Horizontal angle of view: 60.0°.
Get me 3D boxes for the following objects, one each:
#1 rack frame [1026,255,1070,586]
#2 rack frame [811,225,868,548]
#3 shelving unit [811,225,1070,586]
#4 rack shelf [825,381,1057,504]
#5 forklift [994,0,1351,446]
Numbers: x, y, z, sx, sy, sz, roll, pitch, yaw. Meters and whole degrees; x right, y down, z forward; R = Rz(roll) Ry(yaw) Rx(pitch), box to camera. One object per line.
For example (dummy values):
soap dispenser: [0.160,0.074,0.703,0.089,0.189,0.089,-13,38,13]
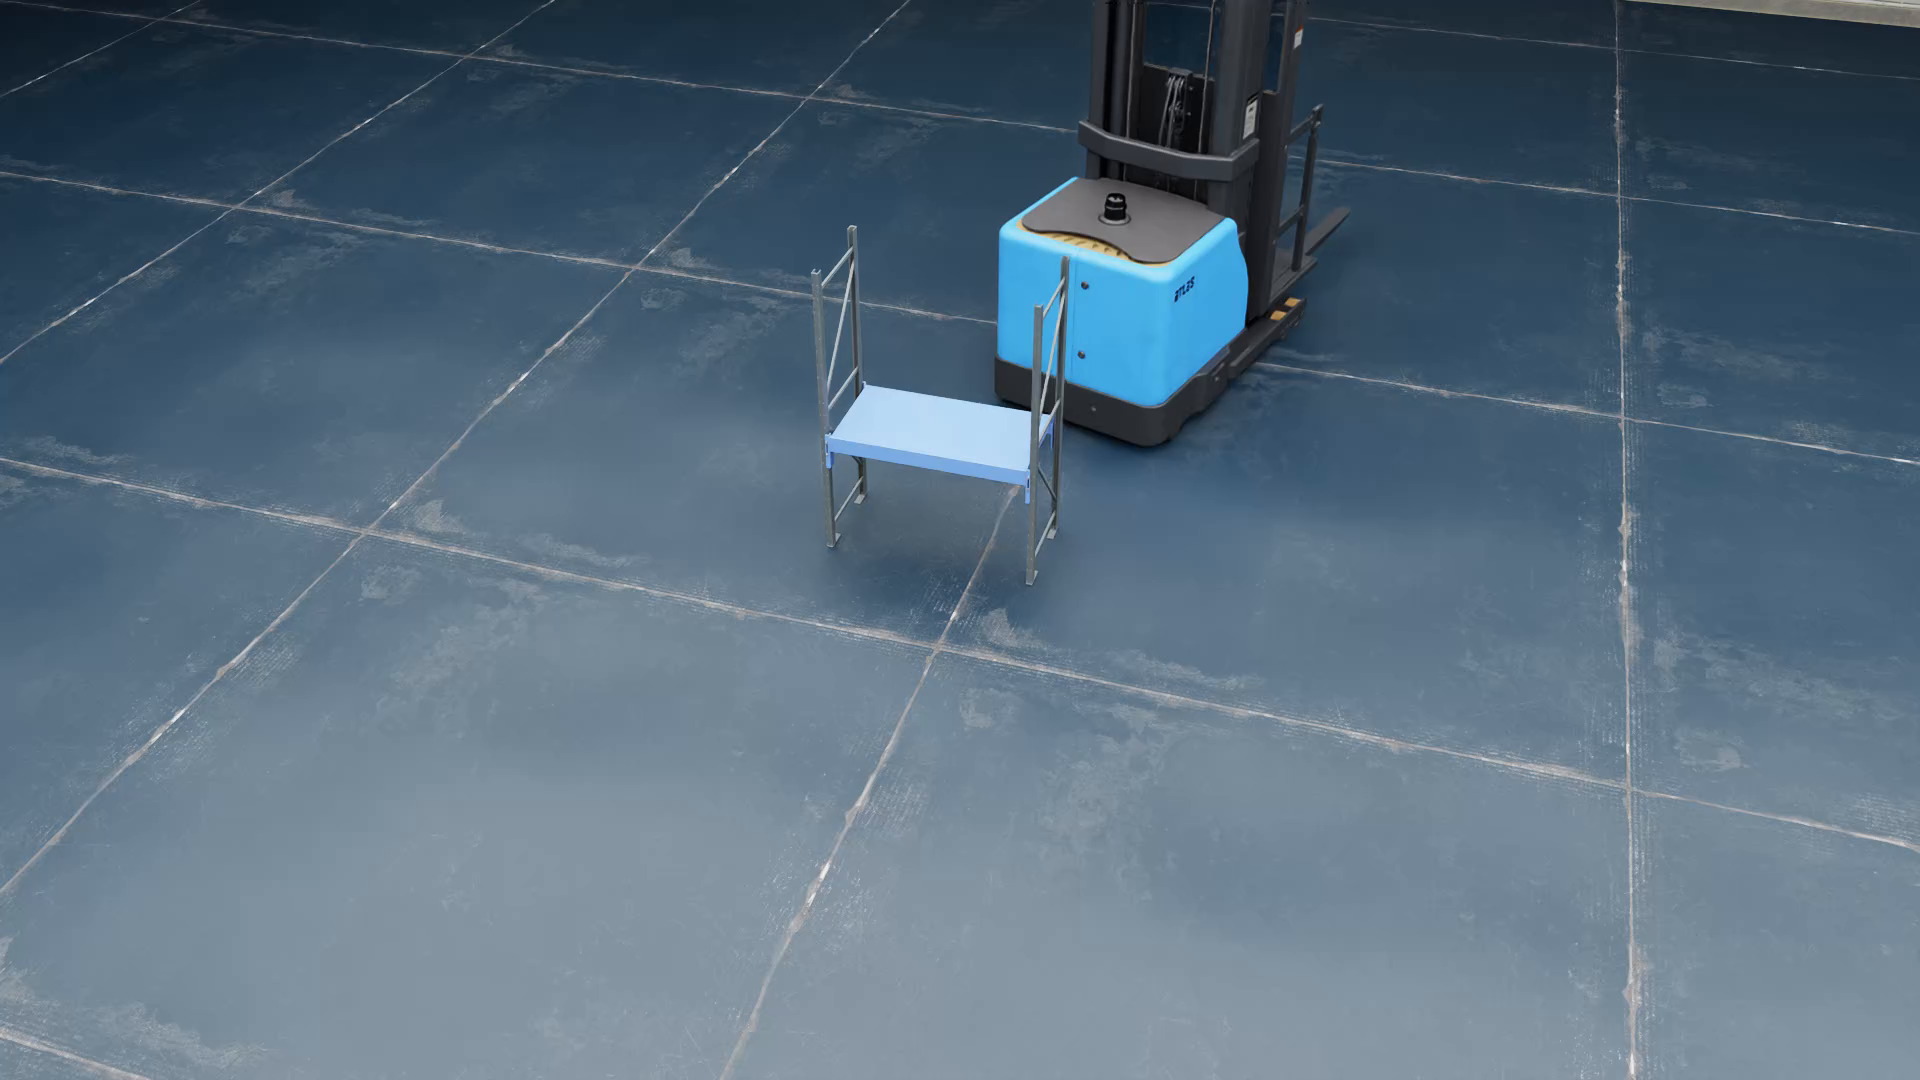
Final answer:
rack frame: [0.404,-0.529,7.704,0.032,1.500,0.500,10,38,14]
rack frame: [-0.567,-0.709,7.948,0.032,1.500,0.500,10,38,14]
shelving unit: [-0.081,-0.619,7.826,1.048,1.500,0.538,10,38,14]
rack shelf: [-0.081,-0.474,7.933,1.000,0.185,0.538,10,38,14]
forklift: [1.424,-2.515,9.195,1.130,2.935,3.031,21,41,26]
